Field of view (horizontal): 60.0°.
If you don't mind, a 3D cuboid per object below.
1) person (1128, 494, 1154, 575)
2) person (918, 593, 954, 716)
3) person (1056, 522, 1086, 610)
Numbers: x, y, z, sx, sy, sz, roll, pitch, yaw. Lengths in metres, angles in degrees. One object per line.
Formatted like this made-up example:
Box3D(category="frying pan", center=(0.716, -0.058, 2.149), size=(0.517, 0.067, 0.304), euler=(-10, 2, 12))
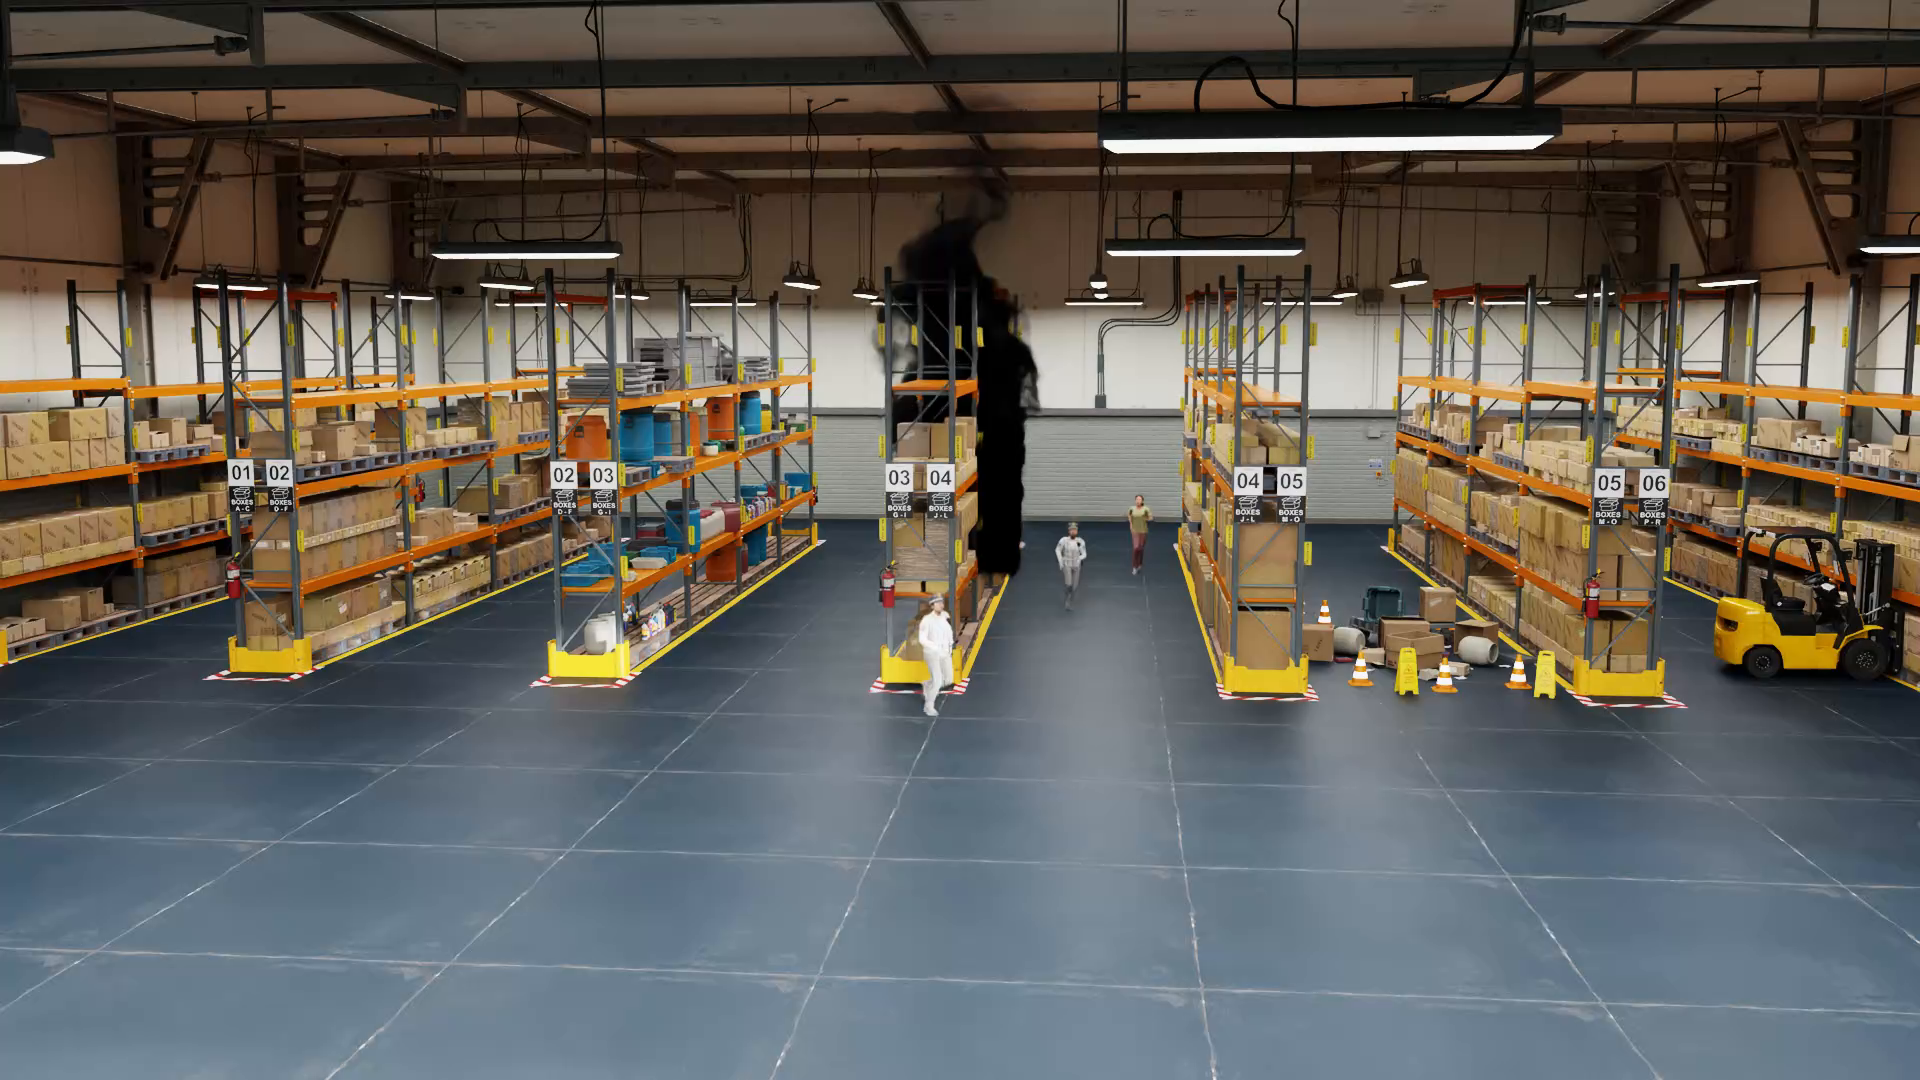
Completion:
Box3D(category="person", center=(3.852, -0.121, 35.505), size=(0.546, 1.730, 0.734), euler=(1, 7, 5))
Box3D(category="person", center=(-0.300, 1.511, 22.175), size=(0.640, 1.667, 0.617), euler=(-6, 9, -39))
Box3D(category="person", center=(2.050, 0.479, 30.458), size=(0.530, 1.631, 0.675), euler=(-1, 7, -8))
